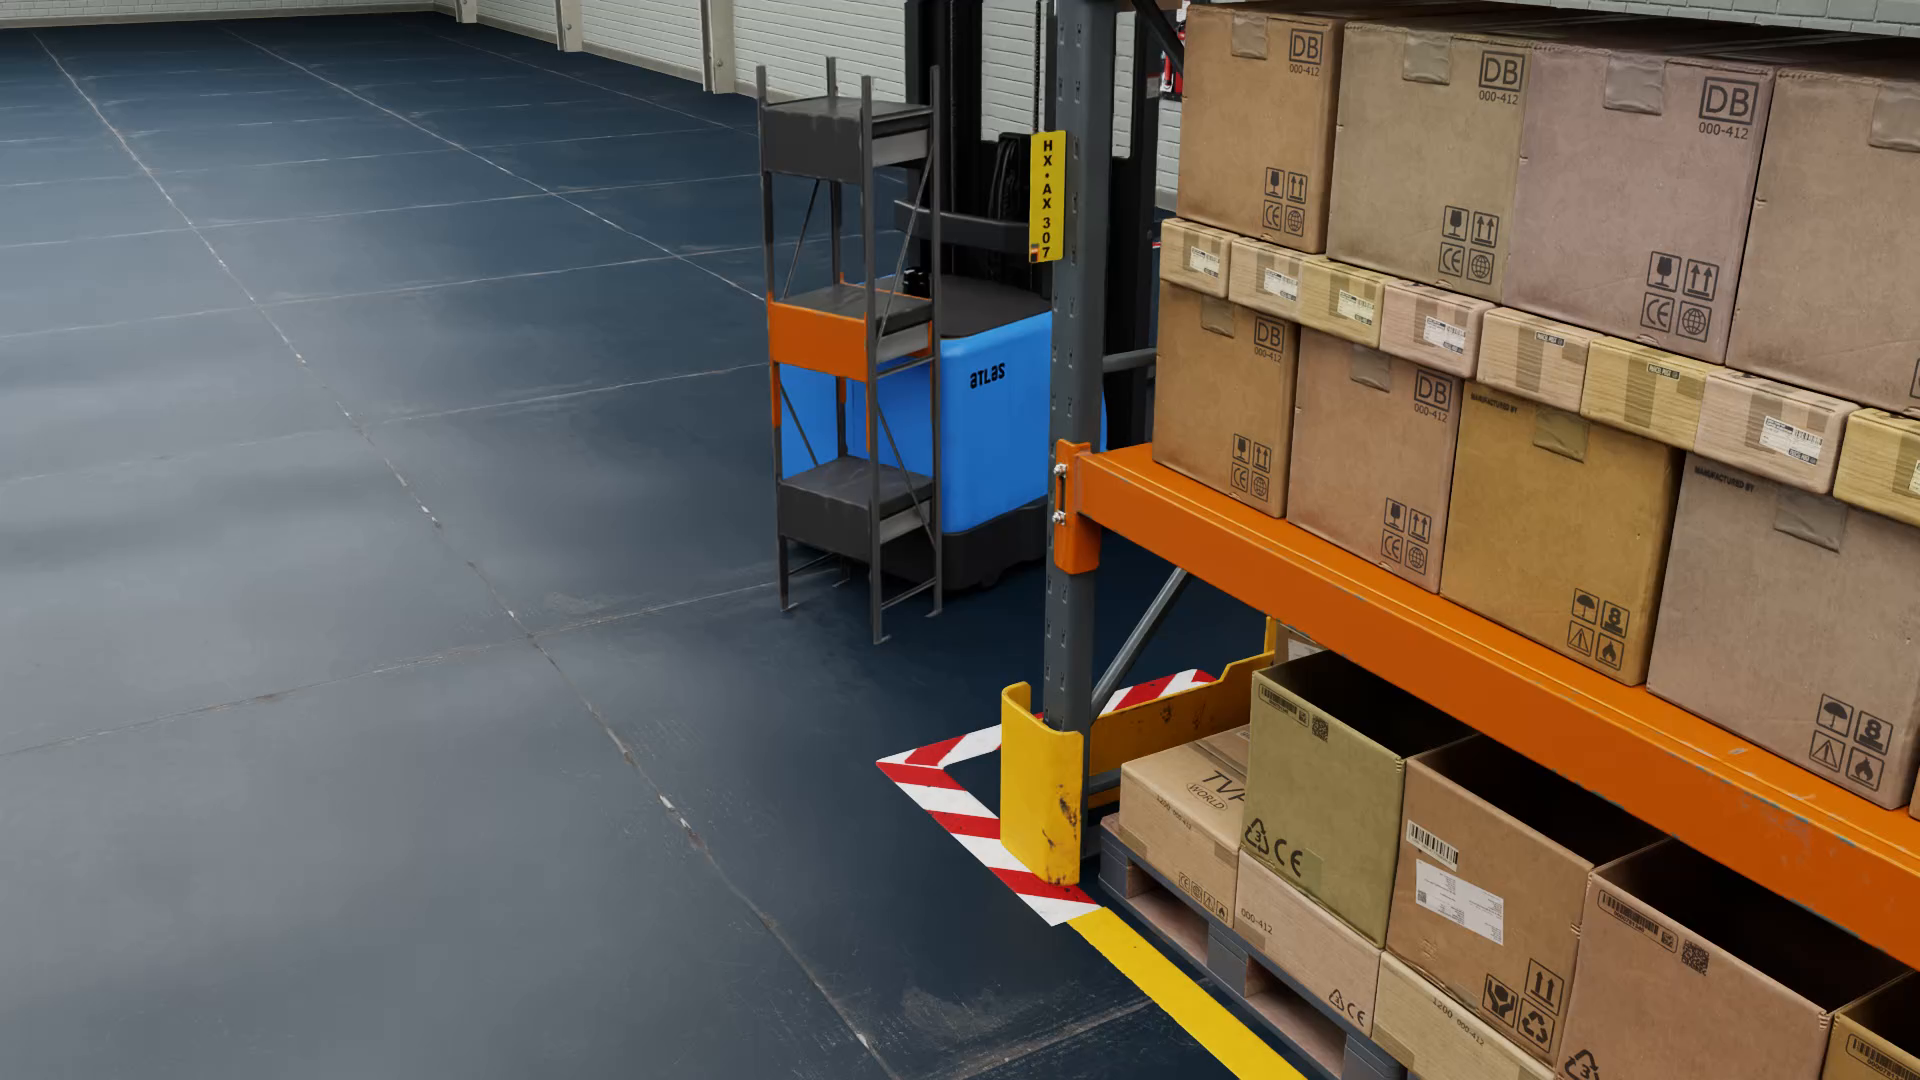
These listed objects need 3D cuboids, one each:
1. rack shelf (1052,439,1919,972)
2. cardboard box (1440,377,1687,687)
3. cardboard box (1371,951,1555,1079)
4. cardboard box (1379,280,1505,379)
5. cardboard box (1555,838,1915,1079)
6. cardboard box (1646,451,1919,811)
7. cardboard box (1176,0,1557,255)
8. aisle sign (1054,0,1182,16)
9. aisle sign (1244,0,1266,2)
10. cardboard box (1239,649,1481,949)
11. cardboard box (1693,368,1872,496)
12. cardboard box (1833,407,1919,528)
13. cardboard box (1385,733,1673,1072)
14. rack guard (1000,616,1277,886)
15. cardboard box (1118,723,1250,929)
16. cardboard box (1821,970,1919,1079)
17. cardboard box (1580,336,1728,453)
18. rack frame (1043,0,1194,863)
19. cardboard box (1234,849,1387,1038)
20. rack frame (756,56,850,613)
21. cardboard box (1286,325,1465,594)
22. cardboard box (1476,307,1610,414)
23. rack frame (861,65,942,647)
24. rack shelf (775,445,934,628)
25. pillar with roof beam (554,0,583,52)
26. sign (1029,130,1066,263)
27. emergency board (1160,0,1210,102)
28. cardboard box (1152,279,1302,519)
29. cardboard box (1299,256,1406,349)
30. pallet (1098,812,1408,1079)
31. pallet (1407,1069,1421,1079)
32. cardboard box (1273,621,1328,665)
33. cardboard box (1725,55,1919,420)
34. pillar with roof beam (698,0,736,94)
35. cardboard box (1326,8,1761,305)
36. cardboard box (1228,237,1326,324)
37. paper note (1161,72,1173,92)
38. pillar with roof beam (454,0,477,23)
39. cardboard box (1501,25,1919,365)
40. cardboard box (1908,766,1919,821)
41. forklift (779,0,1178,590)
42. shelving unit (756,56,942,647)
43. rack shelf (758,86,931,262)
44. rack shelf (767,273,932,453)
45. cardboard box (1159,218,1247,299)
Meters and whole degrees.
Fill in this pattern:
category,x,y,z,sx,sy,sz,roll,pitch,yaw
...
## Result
category,x,y,z,sx,sy,sz,roll,pitch,yaw
rack shelf,1.722,0.447,3.183,1.077,0.370,4.000,-13,25,-28
cardboard box,1.449,-0.095,3.430,0.700,0.500,0.500,-12,25,-28
cardboard box,1.297,1.085,3.752,0.500,0.250,0.500,-13,25,-28
cardboard box,1.107,-0.464,3.475,0.380,0.149,0.250,-13,26,-29
cardboard box,1.547,0.901,3.210,0.500,0.500,0.500,-13,25,-28
cardboard box,1.721,0.074,3.012,0.700,0.500,0.500,-12,25,-27
cardboard box,0.955,-1.010,3.958,0.700,0.500,0.500,-13,25,-28
aisle sign,0.404,-1.700,4.059,0.394,0.787,0.004,-13,25,-28
aisle sign,0.920,-1.816,4.343,0.394,0.787,0.004,-13,25,-28
cardboard box,1.041,0.576,4.009,0.500,0.500,0.500,-13,25,-28
cardboard box,1.501,-0.214,2.861,0.380,0.149,0.250,-12,25,-28
cardboard box,1.635,-0.129,2.651,0.380,0.149,0.250,-12,25,-27
cardboard box,1.307,0.735,3.616,0.500,0.500,0.500,-13,25,-28
rack guard,0.689,0.617,5.131,1.175,0.500,0.348,-13,25,-28
cardboard box,0.783,0.762,4.547,0.500,0.250,0.500,-13,25,-28
cardboard box,1.815,1.060,2.819,0.500,0.500,0.500,-13,25,-28
cardboard box,1.376,-0.296,3.061,0.380,0.149,0.250,-13,25,-29
rack frame,0.701,-0.534,4.641,1.000,3.000,0.127,-13,25,-28
cardboard box,1.042,0.923,4.151,0.500,0.250,0.500,-13,25,-28
rack frame,-0.585,-0.742,6.349,0.015,2.100,0.400,16,27,35
cardboard box,1.201,-0.257,3.828,0.700,0.500,0.500,-12,25,-27
cardboard box,1.245,-0.378,3.264,0.380,0.149,0.250,-14,26,-30
rack frame,-0.201,-0.629,6.070,0.015,2.100,0.400,16,27,35
rack shelf,-0.393,-0.024,6.478,0.480,0.518,0.431,16,27,35
pillar with roof beam,-9.902,-11.148,22.787,9.100,9.000,0.400,-13,25,-28
sign,0.221,-0.867,4.205,0.100,0.325,0.005,-13,25,-28
emergency board,1.764,-4.177,13.604,0.194,1.169,0.643,-13,25,-28
cardboard box,0.928,-0.426,4.244,0.700,0.500,0.500,-13,25,-28
cardboard box,0.980,-0.546,3.677,0.380,0.149,0.250,-12,25,-28
pallet,1.127,0.998,4.577,1.003,0.211,1.213,-13,25,-28
pallet,1.747,1.392,3.606,1.003,0.211,1.213,-13,25,-28
cardboard box,1.231,0.315,4.652,0.500,0.500,0.500,-13,25,-28
cardboard box,1.743,-0.516,2.741,0.700,0.500,0.500,-13,25,-28
pillar with roof beam,-6.837,-9.205,18.008,9.100,9.000,0.400,-13,25,-28
cardboard box,1.229,-0.841,3.541,0.700,0.500,0.500,-13,26,-30
cardboard box,0.853,-0.627,3.876,0.380,0.149,0.250,-13,26,-30
paper note,1.733,-3.840,13.944,0.016,0.148,0.142,-13,25,-28
pillar with roof beam,-12.967,-13.090,27.565,9.100,9.000,0.400,-13,25,-28
cardboard box,1.487,-0.678,3.140,0.700,0.500,0.500,-12,25,-28
cardboard box,1.984,0.240,2.605,0.700,0.500,0.500,-12,25,-27
forklift,0.533,-1.638,7.449,1.130,2.935,3.031,17,28,36
shelving unit,-0.393,-0.685,6.209,0.503,2.100,0.431,16,27,35
rack shelf,-0.393,-1.321,5.951,0.480,0.518,0.431,16,27,35
rack shelf,-0.393,-0.673,6.215,0.480,0.518,0.431,16,27,35
cardboard box,0.716,-0.712,4.085,0.380,0.149,0.250,-13,25,-29
